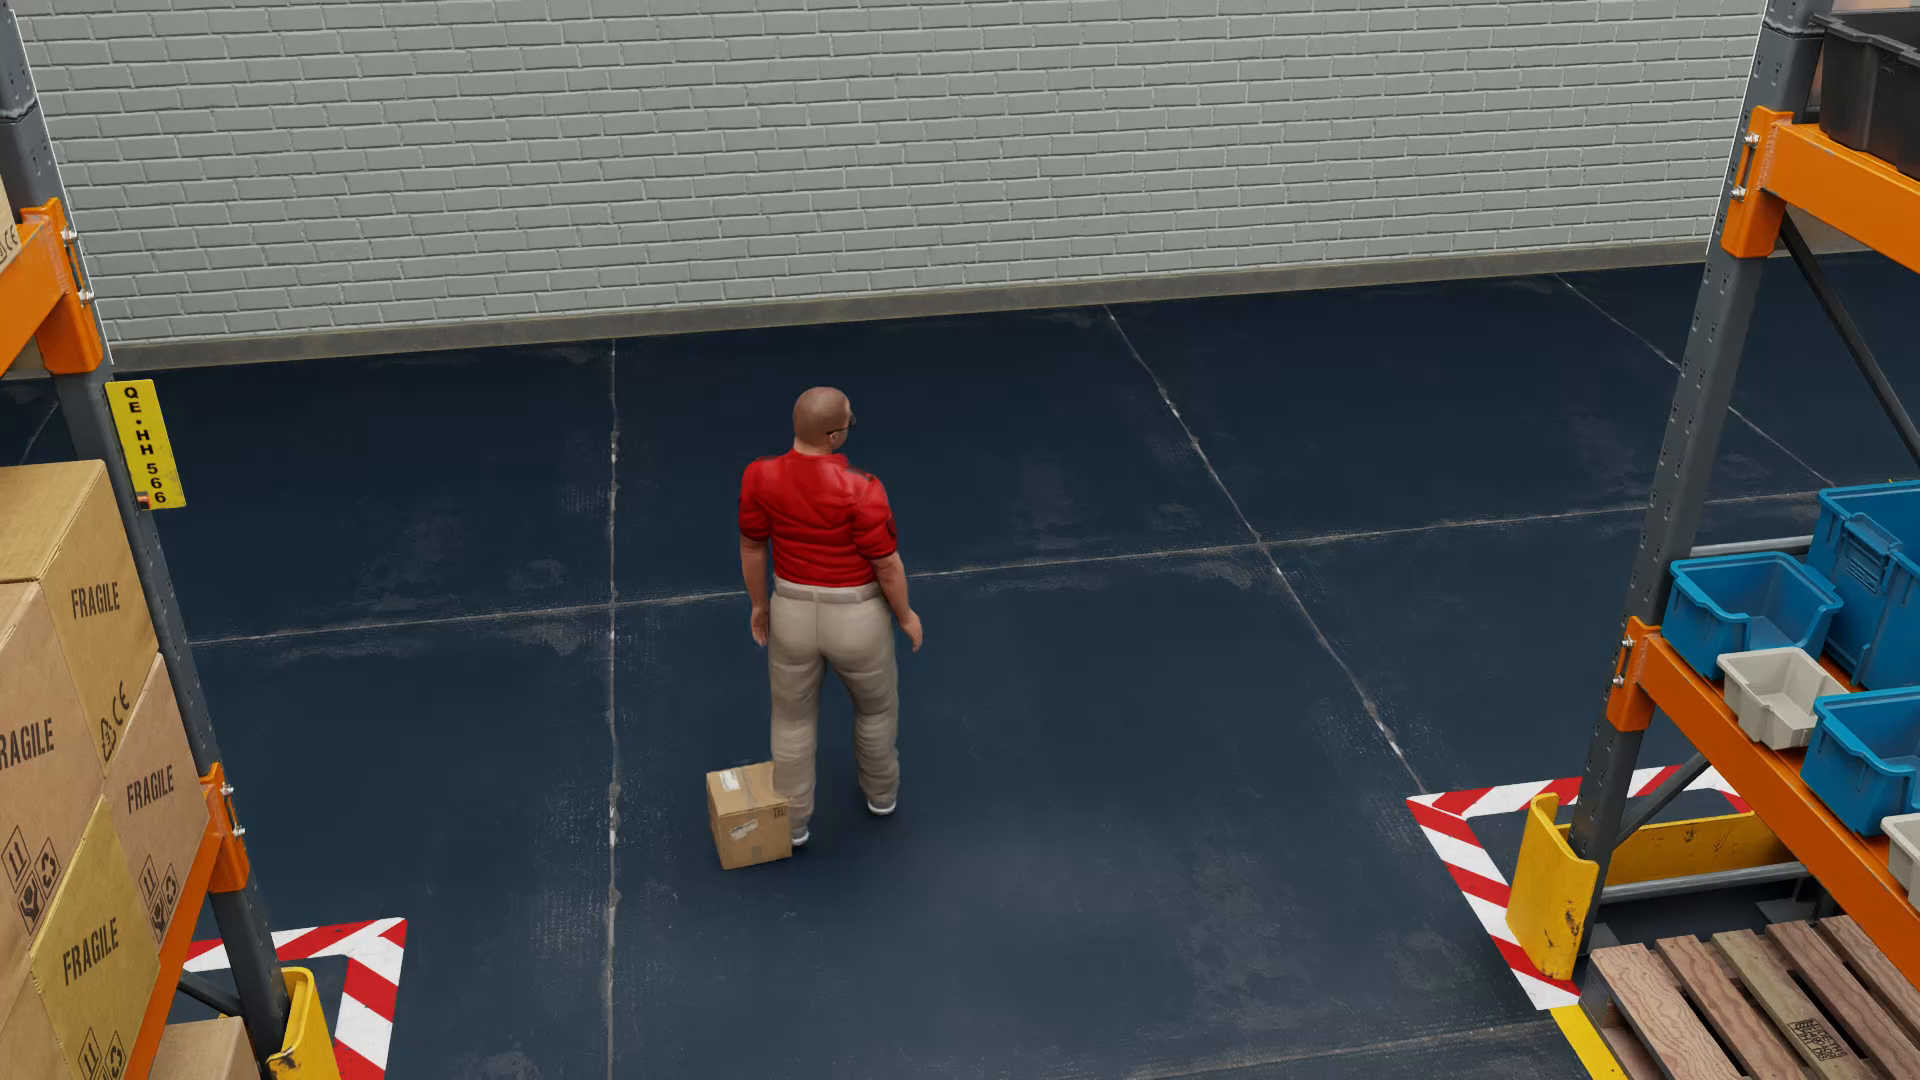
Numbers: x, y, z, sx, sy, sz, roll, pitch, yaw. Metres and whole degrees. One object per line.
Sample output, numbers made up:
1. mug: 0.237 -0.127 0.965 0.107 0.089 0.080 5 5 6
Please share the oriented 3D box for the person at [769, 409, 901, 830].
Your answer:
1. person: -0.438 0.281 5.637 0.431 1.577 0.386 7 31 11
